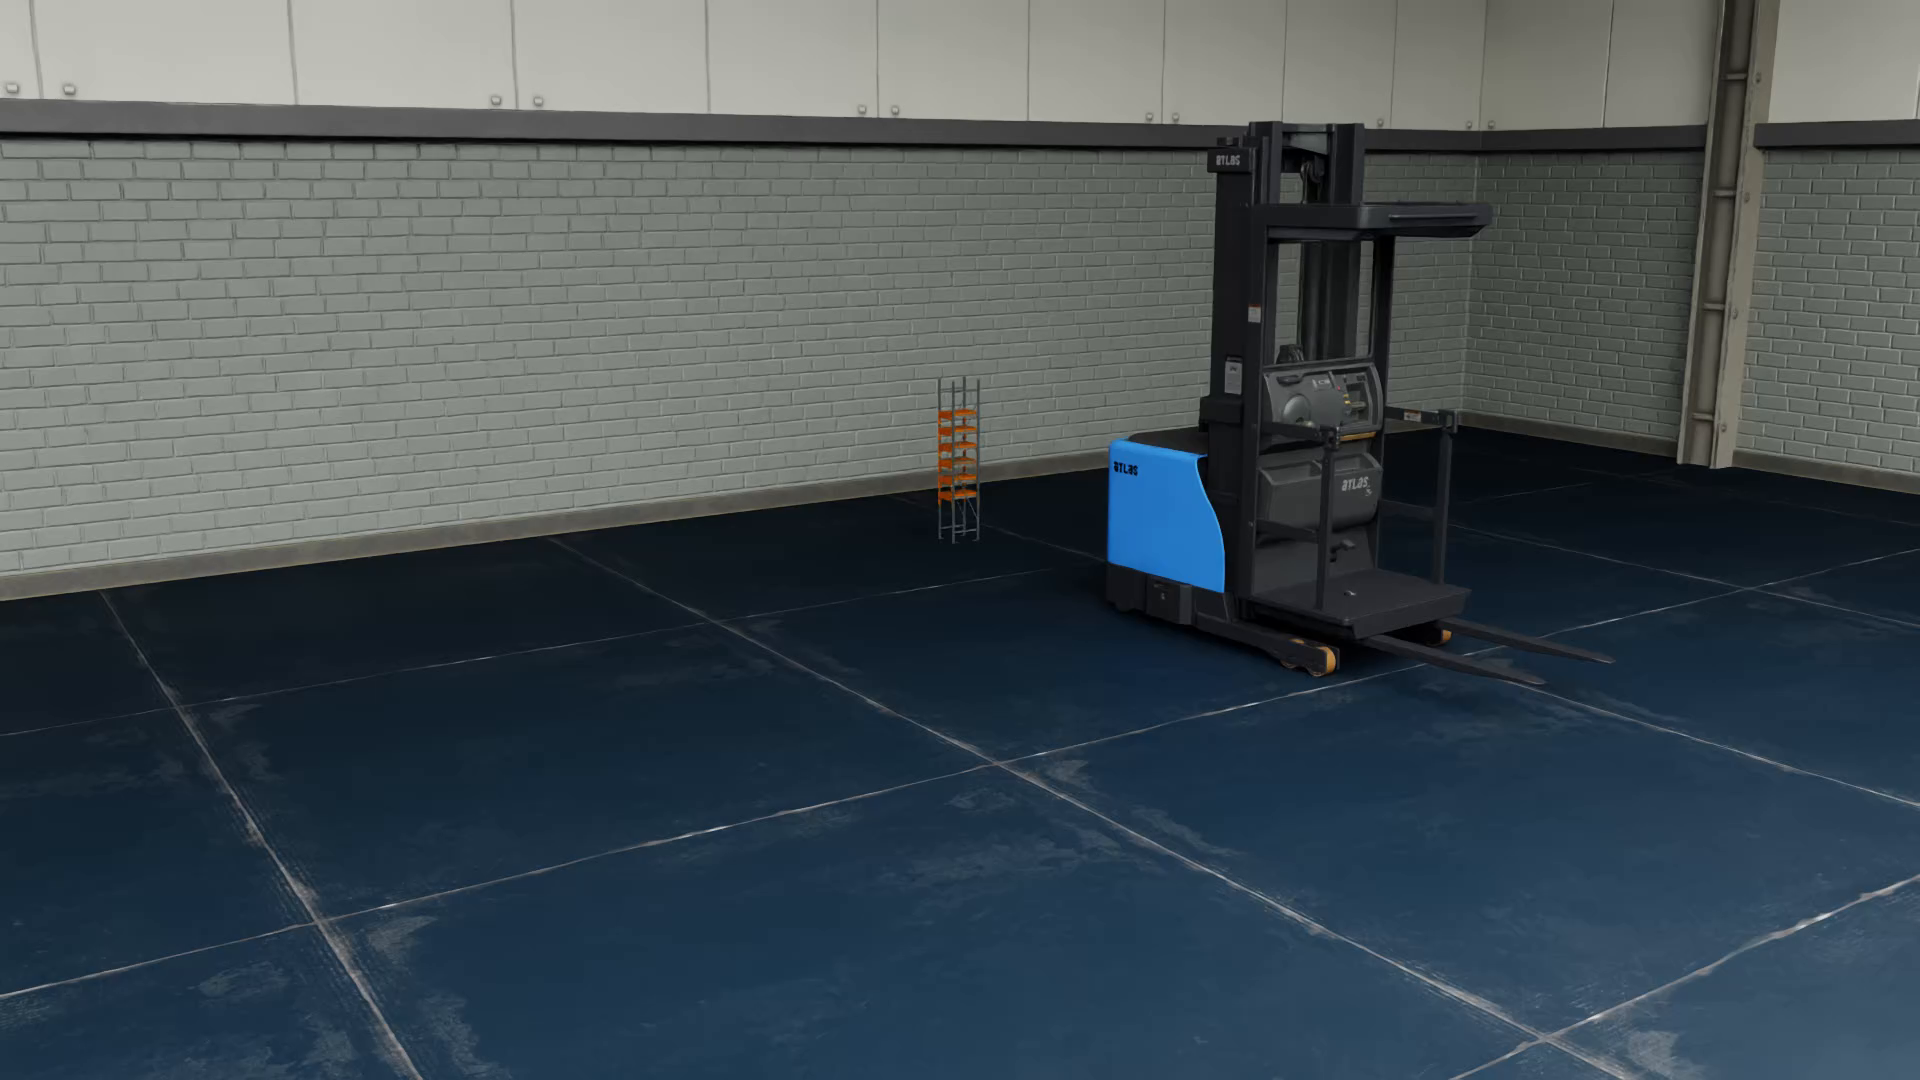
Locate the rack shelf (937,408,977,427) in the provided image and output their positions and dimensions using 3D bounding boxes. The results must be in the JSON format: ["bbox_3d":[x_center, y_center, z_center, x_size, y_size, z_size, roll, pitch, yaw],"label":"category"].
[{"bbox_3d":[-0.008,-0.897,12.178,0.258,0.103,0.180,-8,15,-33],"label":"rack shelf"}]

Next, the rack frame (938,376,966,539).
[{"bbox_3d":[-0.059,-0.605,12.320,0.240,1.200,0.006,-8,15,-33],"label":"rack frame"}]

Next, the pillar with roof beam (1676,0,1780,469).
[{"bbox_3d":[3.402,-4.595,12.310,9.100,9.000,0.400,-8,15,-33],"label":"pillar with roof beam"}]

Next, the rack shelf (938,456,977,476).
[{"bbox_3d":[-0.008,-0.545,12.255,0.258,0.103,0.180,-8,15,-33],"label":"rack shelf"}]

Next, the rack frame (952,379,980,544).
[{"bbox_3d":[0.043,-0.572,12.171,0.240,1.200,0.006,-8,15,-33],"label":"rack frame"}]

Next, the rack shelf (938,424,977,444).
[{"bbox_3d":[-0.008,-0.780,12.204,0.258,0.103,0.180,-8,15,-33],"label":"rack shelf"}]

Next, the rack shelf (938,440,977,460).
[{"bbox_3d":[-0.008,-0.663,12.229,0.258,0.103,0.180,-8,15,-33],"label":"rack shelf"}]

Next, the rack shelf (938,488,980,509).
[{"bbox_3d":[-0.008,-0.311,12.306,0.258,0.103,0.180,-8,15,-33],"label":"rack shelf"}]

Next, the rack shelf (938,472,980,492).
[{"bbox_3d":[-0.008,-0.428,12.280,0.258,0.103,0.180,-8,15,-33],"label":"rack shelf"}]

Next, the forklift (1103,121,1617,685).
[{"bbox_3d":[2.181,-0.812,9.213,1.130,2.935,3.031,-9,15,-36],"label":"forklift"}]

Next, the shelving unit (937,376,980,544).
[{"bbox_3d":[-0.008,-0.589,12.245,0.258,1.200,0.189,-8,15,-33],"label":"shelving unit"}]
